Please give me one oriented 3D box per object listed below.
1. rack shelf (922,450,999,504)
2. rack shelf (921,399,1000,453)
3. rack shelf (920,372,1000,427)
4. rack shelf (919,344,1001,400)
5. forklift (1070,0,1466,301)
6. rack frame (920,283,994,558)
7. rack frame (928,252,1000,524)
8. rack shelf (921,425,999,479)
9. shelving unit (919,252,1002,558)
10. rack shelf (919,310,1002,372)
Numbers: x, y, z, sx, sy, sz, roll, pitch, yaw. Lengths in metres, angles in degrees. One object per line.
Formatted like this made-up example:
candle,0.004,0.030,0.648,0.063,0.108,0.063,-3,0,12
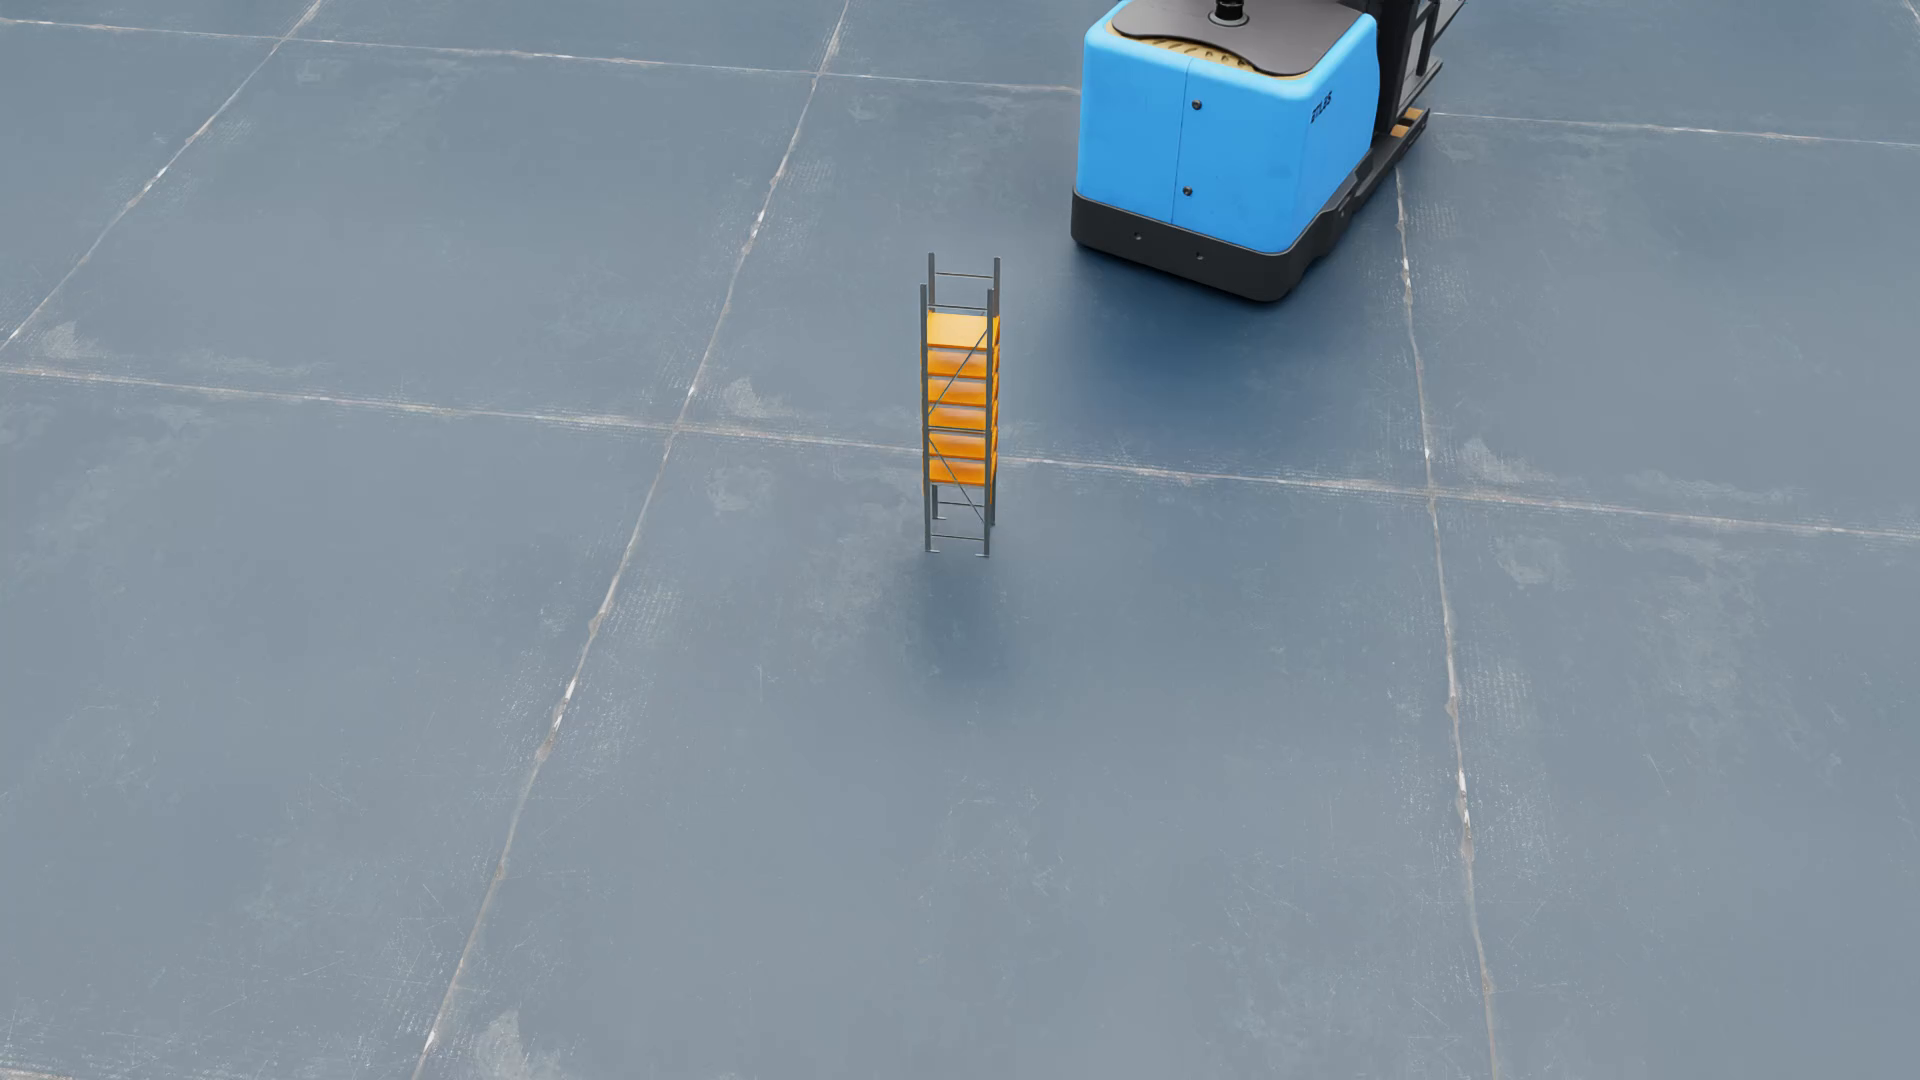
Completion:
rack shelf,0.002,-0.239,6.043,0.258,0.103,0.180,5,44,6
rack shelf,0.002,-0.413,5.878,0.258,0.103,0.180,5,44,6
rack shelf,0.002,-0.500,5.796,0.258,0.103,0.180,5,44,6
rack shelf,0.002,-0.588,5.713,0.258,0.103,0.180,5,44,6
forklift,1.695,-3.102,7.394,1.130,2.935,3.031,22,48,22
rack frame,-0.010,-0.383,5.782,0.240,1.200,0.006,5,44,6
rack frame,0.014,-0.508,5.914,0.240,1.200,0.006,5,44,6
rack shelf,0.002,-0.326,5.961,0.258,0.103,0.180,5,44,6
shelving unit,0.002,-0.446,5.848,0.258,1.200,0.189,5,44,6
rack shelf,0.002,-0.675,5.631,0.258,0.103,0.180,5,44,6
